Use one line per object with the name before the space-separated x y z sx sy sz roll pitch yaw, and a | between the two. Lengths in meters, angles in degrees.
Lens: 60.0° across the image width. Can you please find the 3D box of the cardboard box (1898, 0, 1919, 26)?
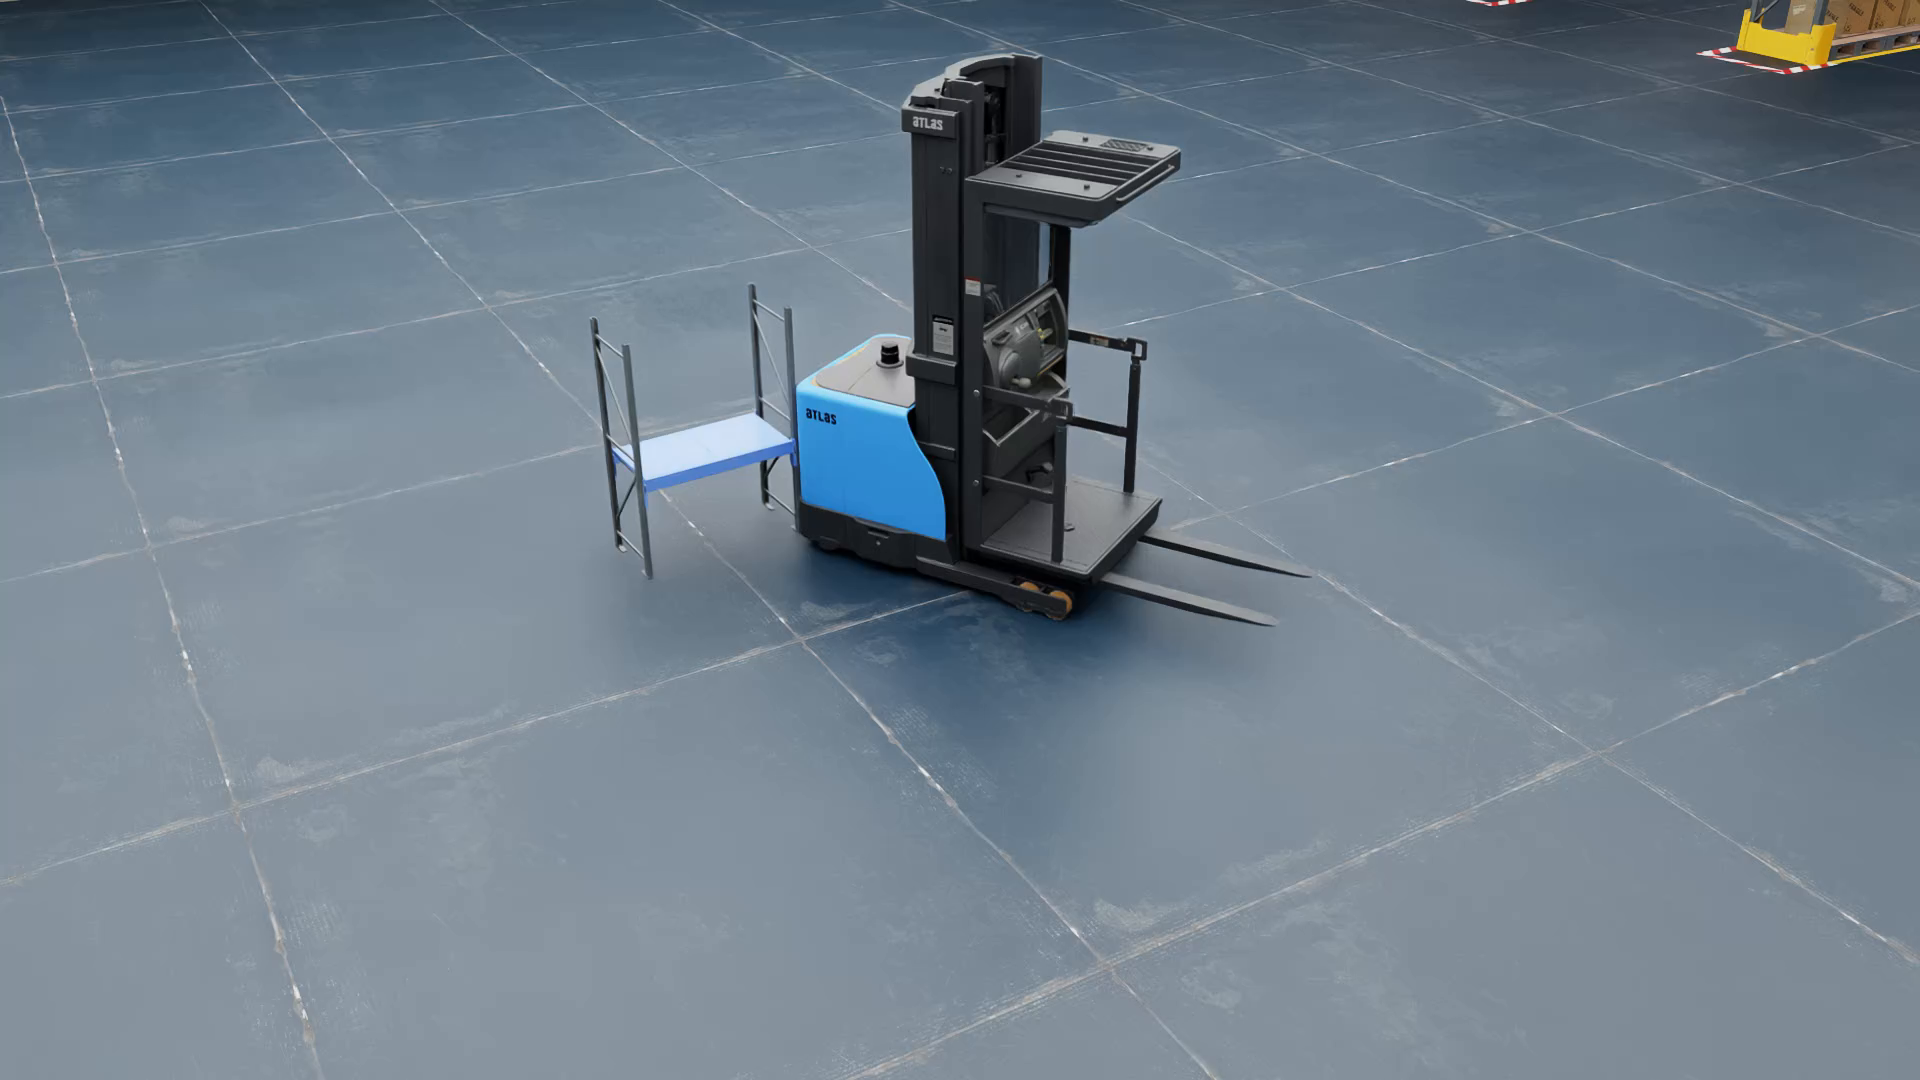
cardboard box | 12.849 -7.335 22.687 0.500 0.500 0.500 -19 34 -31

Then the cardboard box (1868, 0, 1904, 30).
cardboard box | 12.346 -7.217 22.474 0.500 0.500 0.500 -13 31 -22

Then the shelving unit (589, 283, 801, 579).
shelving unit | -1.557 -0.661 9.995 1.048 1.500 0.538 -18 33 -29

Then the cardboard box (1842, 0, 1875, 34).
cardboard box | 11.796 -7.072 22.210 0.500 0.500 0.500 -8 30 -13

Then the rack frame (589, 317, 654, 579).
rack frame | -1.981 -0.526 9.749 0.032 1.500 0.500 -18 33 -29

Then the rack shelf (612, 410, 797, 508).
rack shelf | -1.557 -0.504 10.081 1.000 0.185 0.538 -18 33 -29

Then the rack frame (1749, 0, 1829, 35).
rack frame | 10.751 -7.676 21.152 0.127 3.000 1.000 -16 33 -26

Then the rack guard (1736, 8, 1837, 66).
rack guard | 10.817 -6.600 21.790 0.348 0.500 1.175 -16 33 -26

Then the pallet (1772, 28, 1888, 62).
pallet | 11.535 -6.658 22.193 1.213 0.211 1.003 -16 33 -26

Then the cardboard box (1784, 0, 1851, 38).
cardboard box | 11.298 -6.911 21.919 0.500 0.500 0.500 -10 30 -17

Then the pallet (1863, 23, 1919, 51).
pallet | 12.586 -6.954 22.731 1.213 0.211 1.003 -16 33 -26

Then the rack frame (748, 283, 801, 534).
rack frame | -1.133 -0.797 10.240 0.032 1.500 0.500 -18 33 -29

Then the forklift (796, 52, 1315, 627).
forklift | 0.556 -1.117 9.340 3.031 2.935 1.130 15 32 25
